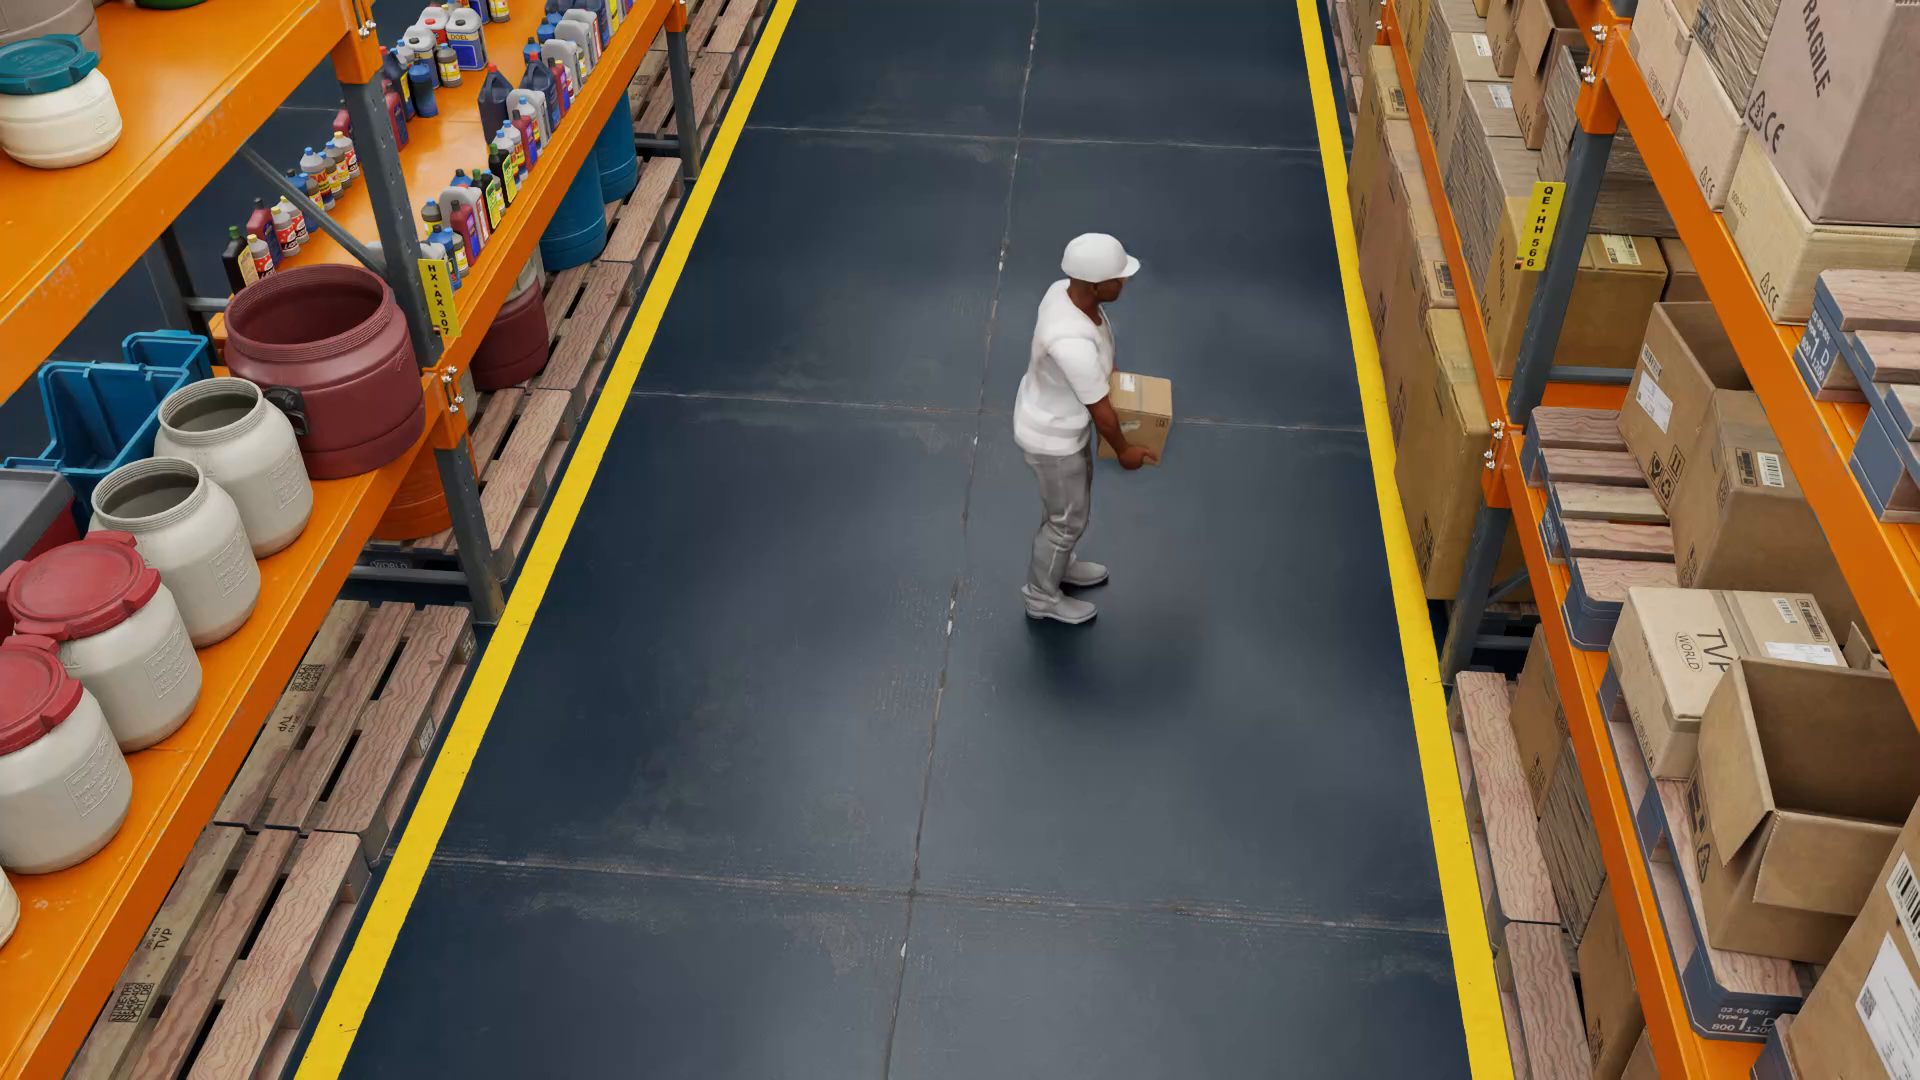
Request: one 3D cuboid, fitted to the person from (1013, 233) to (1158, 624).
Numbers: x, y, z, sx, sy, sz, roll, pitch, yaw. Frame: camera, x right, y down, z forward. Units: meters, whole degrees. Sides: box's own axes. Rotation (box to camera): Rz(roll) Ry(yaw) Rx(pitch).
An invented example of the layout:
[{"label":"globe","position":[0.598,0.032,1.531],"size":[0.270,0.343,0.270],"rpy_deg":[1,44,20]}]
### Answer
[{"label":"person","position":[0.504,-0.447,6.685],"size":[0.582,1.750,0.505],"rpy_deg":[3,40,3]}]
